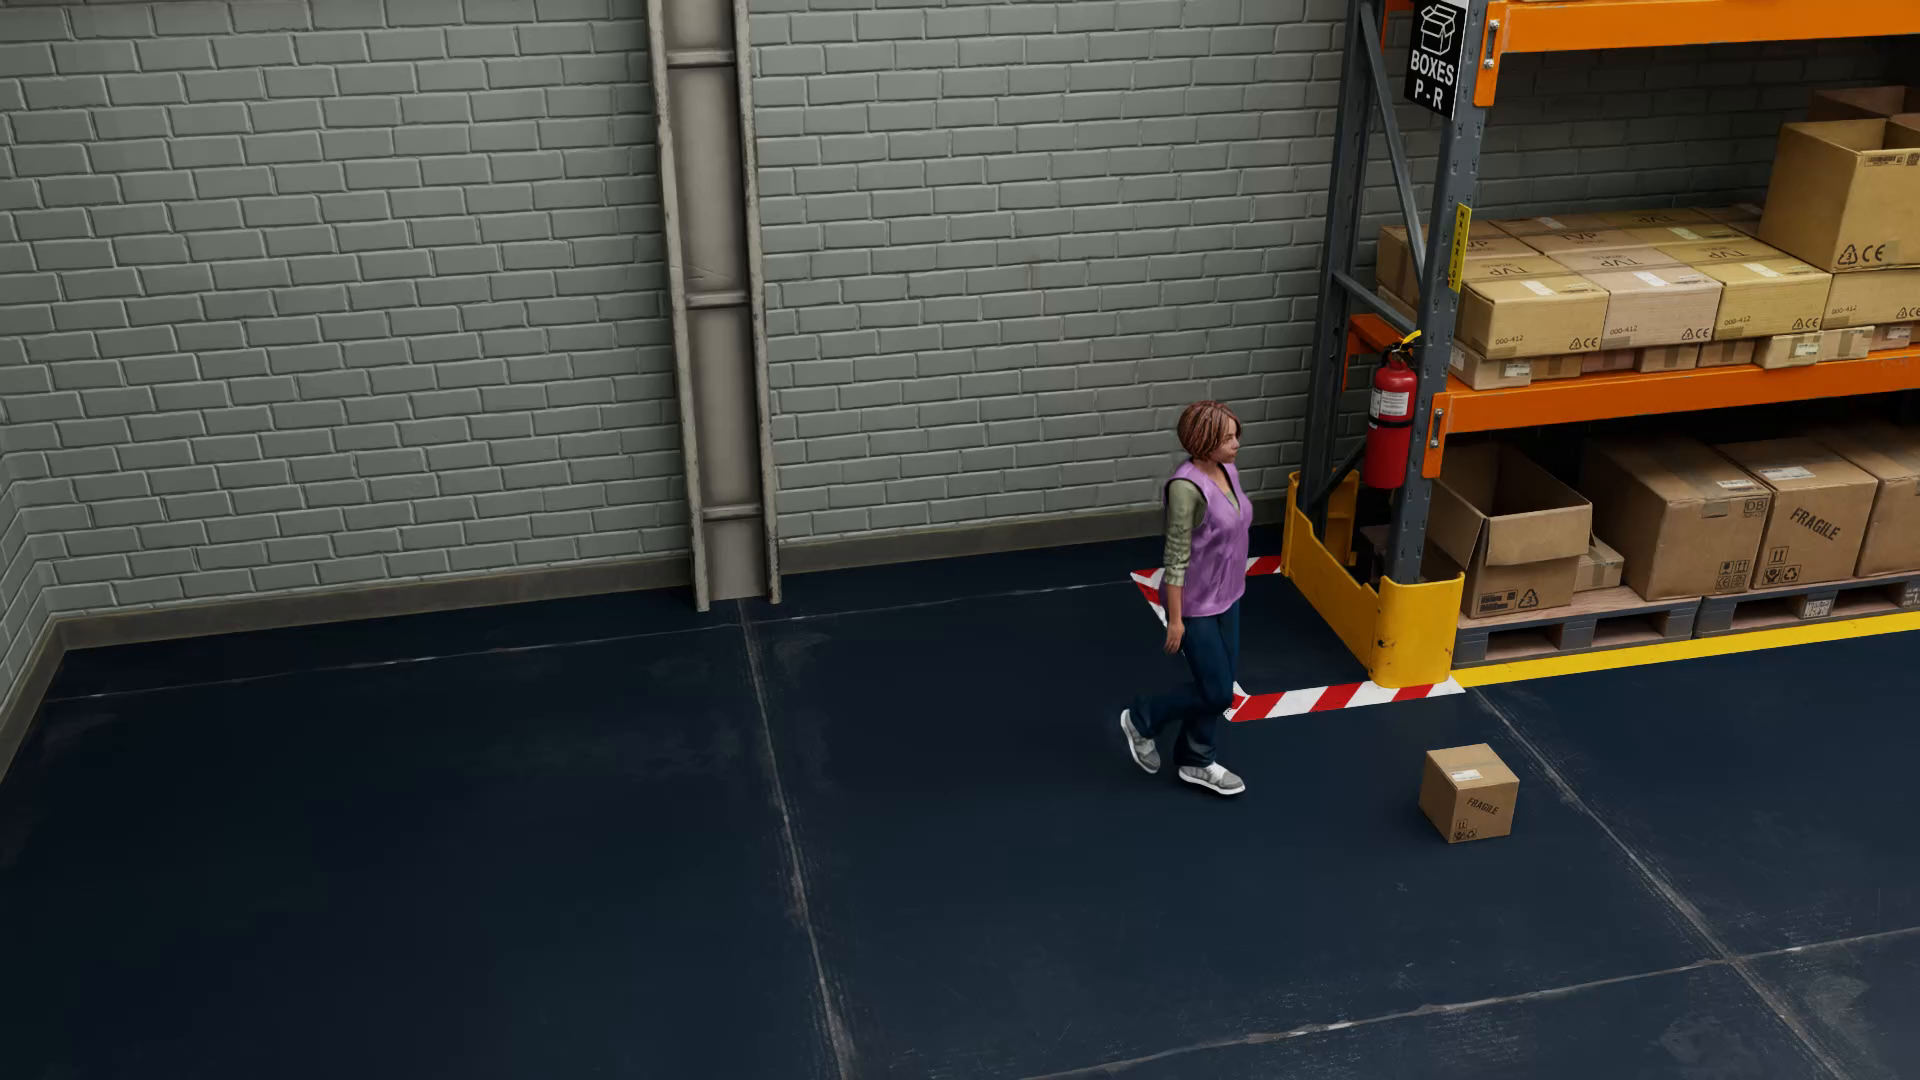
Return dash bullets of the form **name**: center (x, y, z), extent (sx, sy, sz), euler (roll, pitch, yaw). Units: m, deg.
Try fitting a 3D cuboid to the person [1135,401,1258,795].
- **person**: center (0.909, 0.274, 6.161), extent (0.442, 1.486, 0.457), euler (16, 31, 28)
